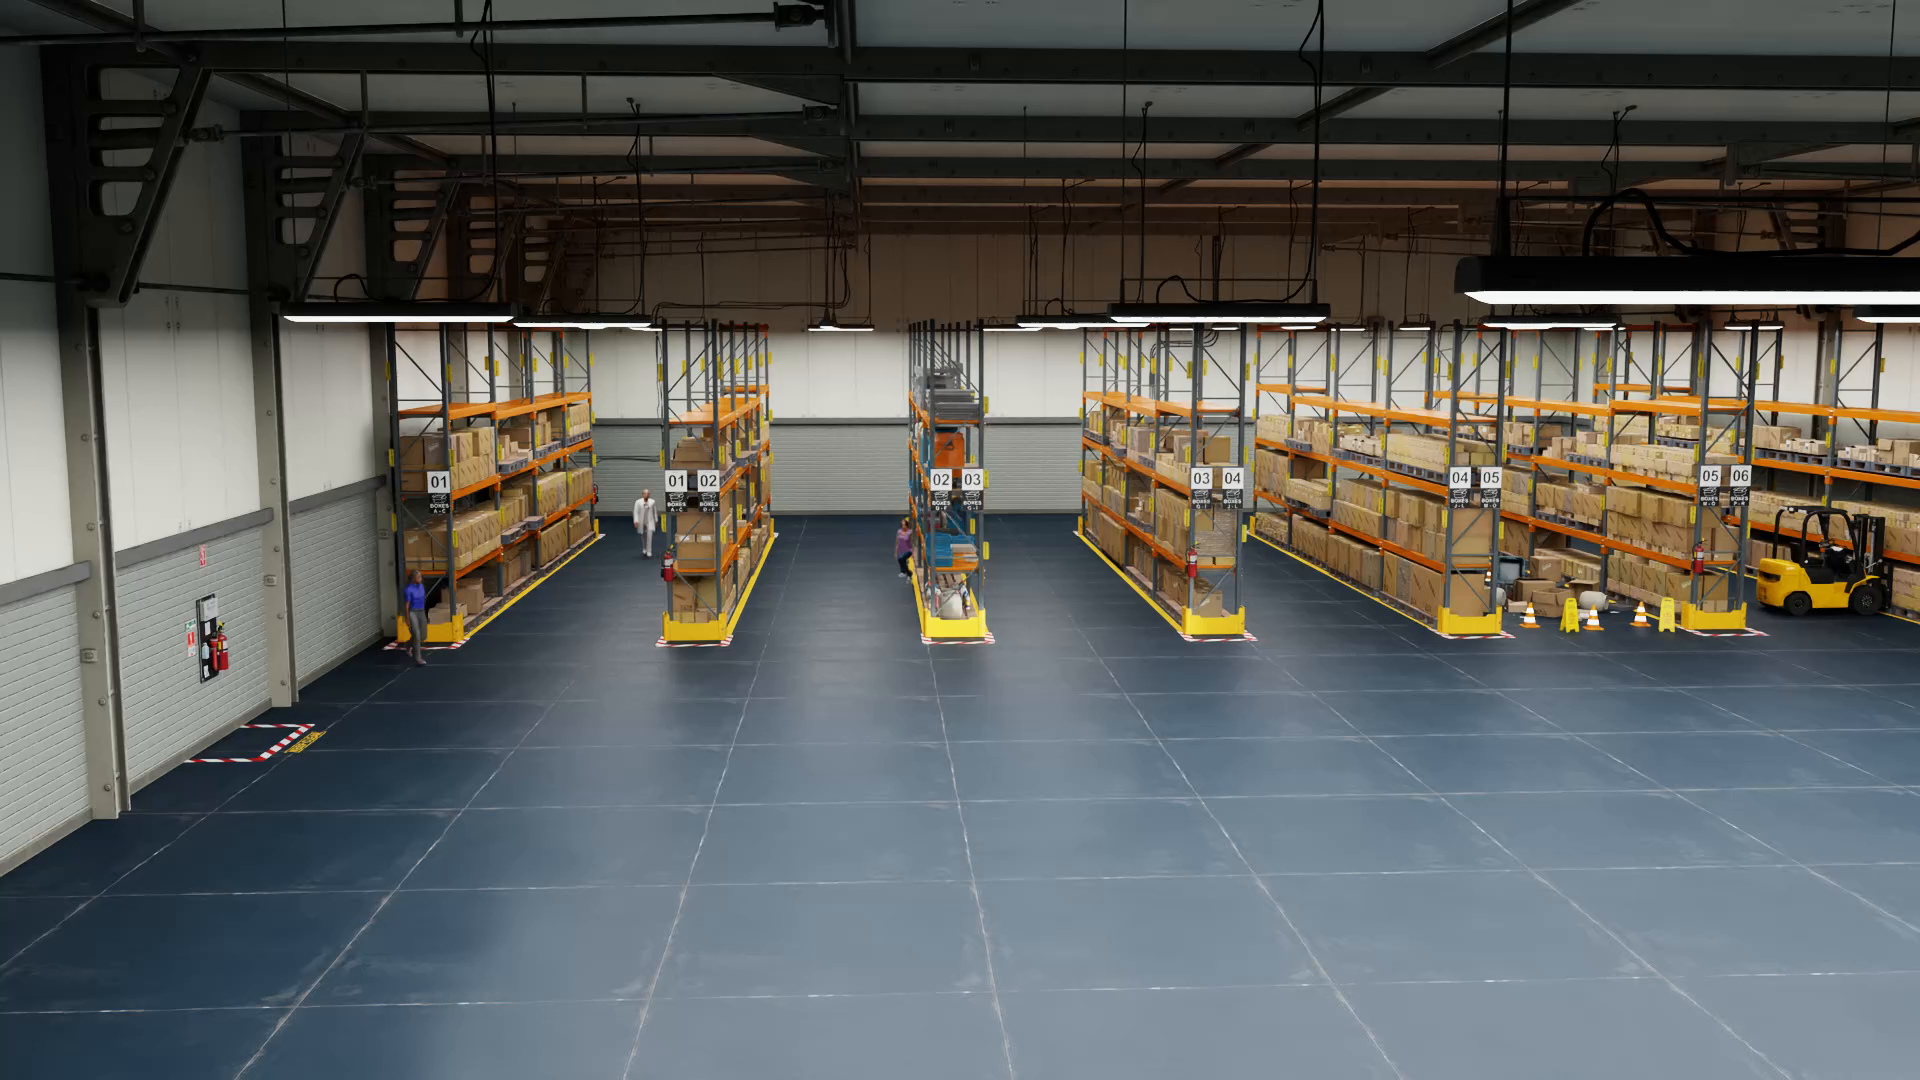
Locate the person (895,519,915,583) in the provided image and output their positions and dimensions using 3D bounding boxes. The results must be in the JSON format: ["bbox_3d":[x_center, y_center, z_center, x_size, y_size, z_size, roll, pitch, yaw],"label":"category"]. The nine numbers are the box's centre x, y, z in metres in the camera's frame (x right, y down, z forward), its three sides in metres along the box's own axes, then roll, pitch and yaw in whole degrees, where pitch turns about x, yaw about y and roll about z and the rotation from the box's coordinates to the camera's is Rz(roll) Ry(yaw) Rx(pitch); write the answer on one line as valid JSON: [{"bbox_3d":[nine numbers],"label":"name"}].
[{"bbox_3d":[-1.228,0.270,37.573,0.407,1.501,0.902,3,8,26],"label":"person"}]

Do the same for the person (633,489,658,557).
[{"bbox_3d":[-8.121,-0.435,42.928,0.602,1.694,1.171,-1,7,-6],"label":"person"}]

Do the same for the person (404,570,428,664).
[{"bbox_3d":[-9.538,1.321,28.986,0.696,1.634,0.446,5,9,34],"label":"person"}]

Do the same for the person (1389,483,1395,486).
[{"bbox_3d":[11.508,-0.645,44.499,0.588,1.758,0.481,-5,9,-36],"label":"person"}]
